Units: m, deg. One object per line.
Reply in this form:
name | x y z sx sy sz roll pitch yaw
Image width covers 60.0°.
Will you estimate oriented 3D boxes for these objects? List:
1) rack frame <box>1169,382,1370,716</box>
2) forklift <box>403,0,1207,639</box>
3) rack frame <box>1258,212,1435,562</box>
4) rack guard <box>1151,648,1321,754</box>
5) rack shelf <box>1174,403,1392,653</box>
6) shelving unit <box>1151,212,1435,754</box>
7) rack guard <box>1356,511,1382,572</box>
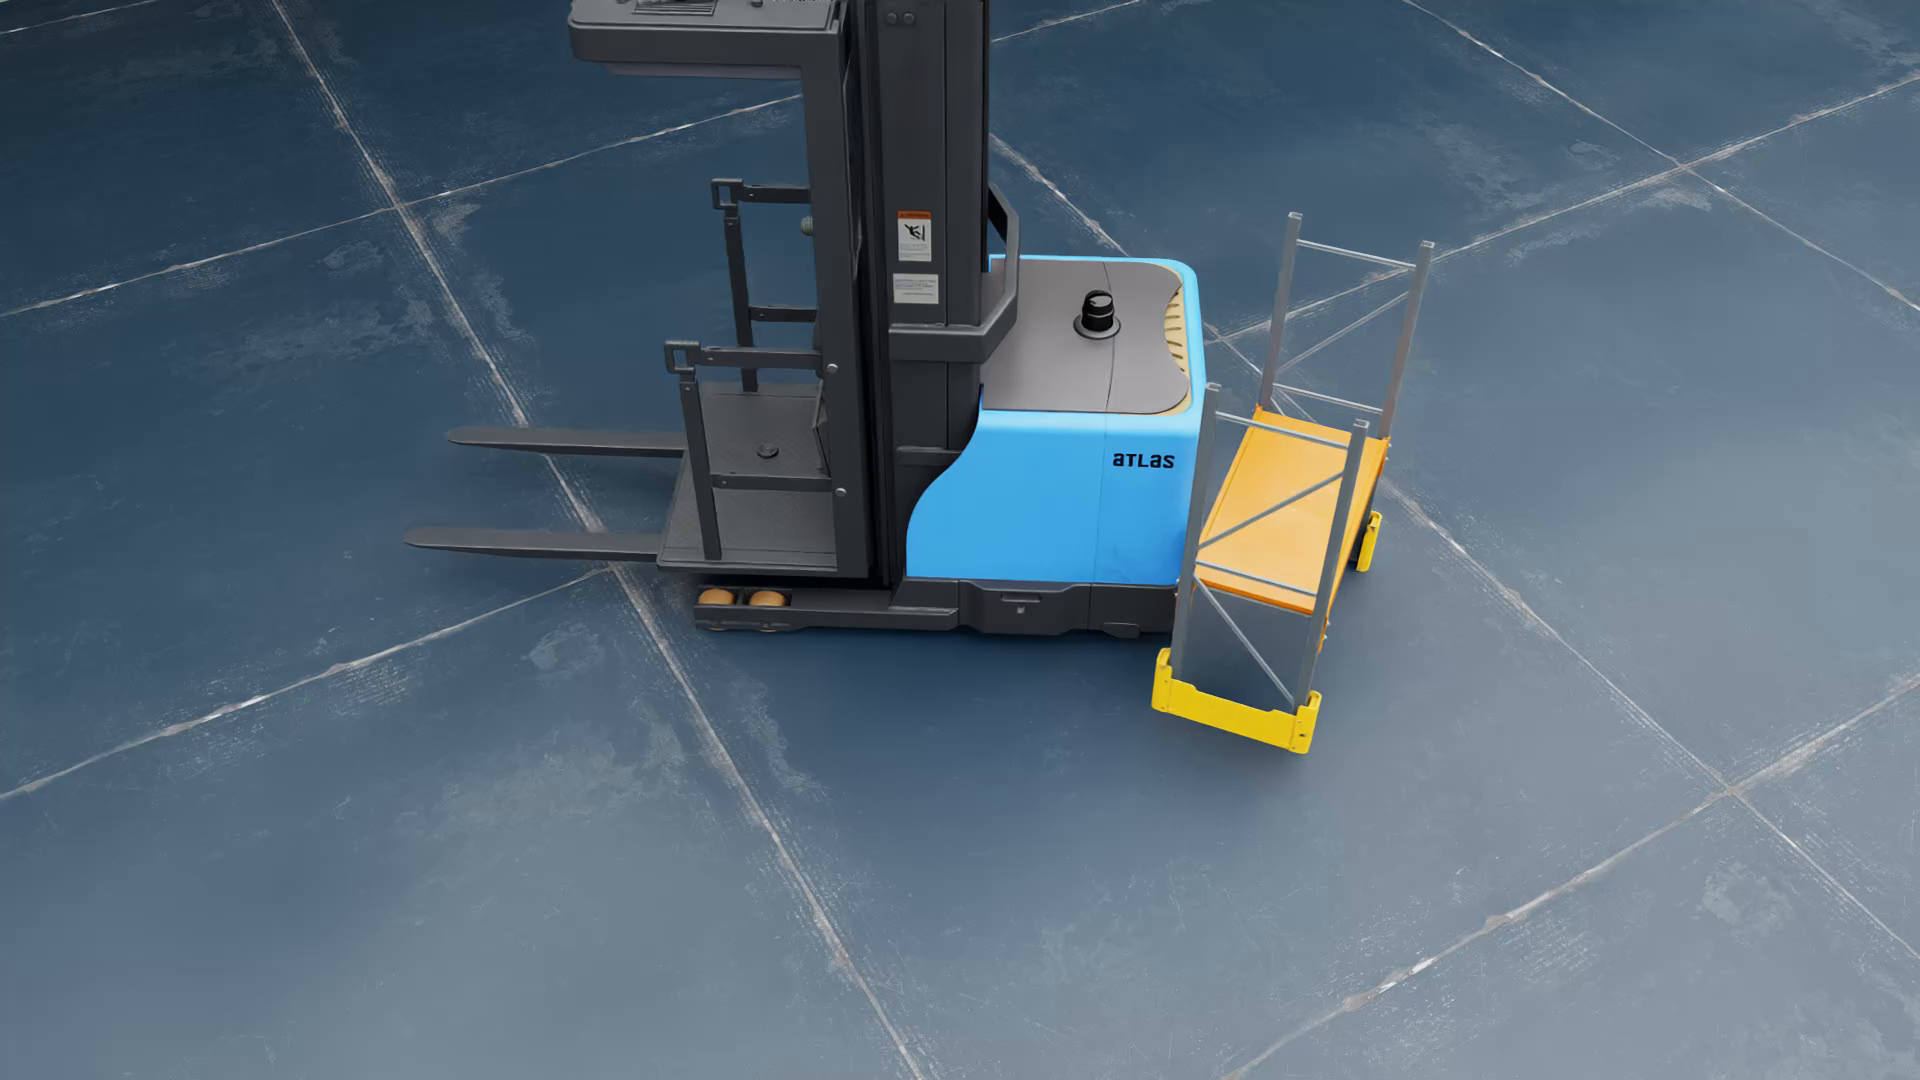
rack frame | 0.985 0.130 5.539 0.500 1.500 0.032 16 46 16
forklift | -0.625 -1.064 5.742 3.031 2.935 1.130 2 44 2
rack frame | 1.372 -0.524 6.213 0.500 1.500 0.032 16 46 16
rack guard | 0.985 0.578 5.975 0.587 0.250 0.087 16 46 16
rack shelf | 1.178 -0.068 6.001 0.538 0.185 1.000 16 46 16
shelving unit | 1.175 -0.191 5.870 0.587 1.500 1.083 16 46 16
rack guard | 1.365 -0.063 6.636 0.587 0.250 0.087 16 46 16
